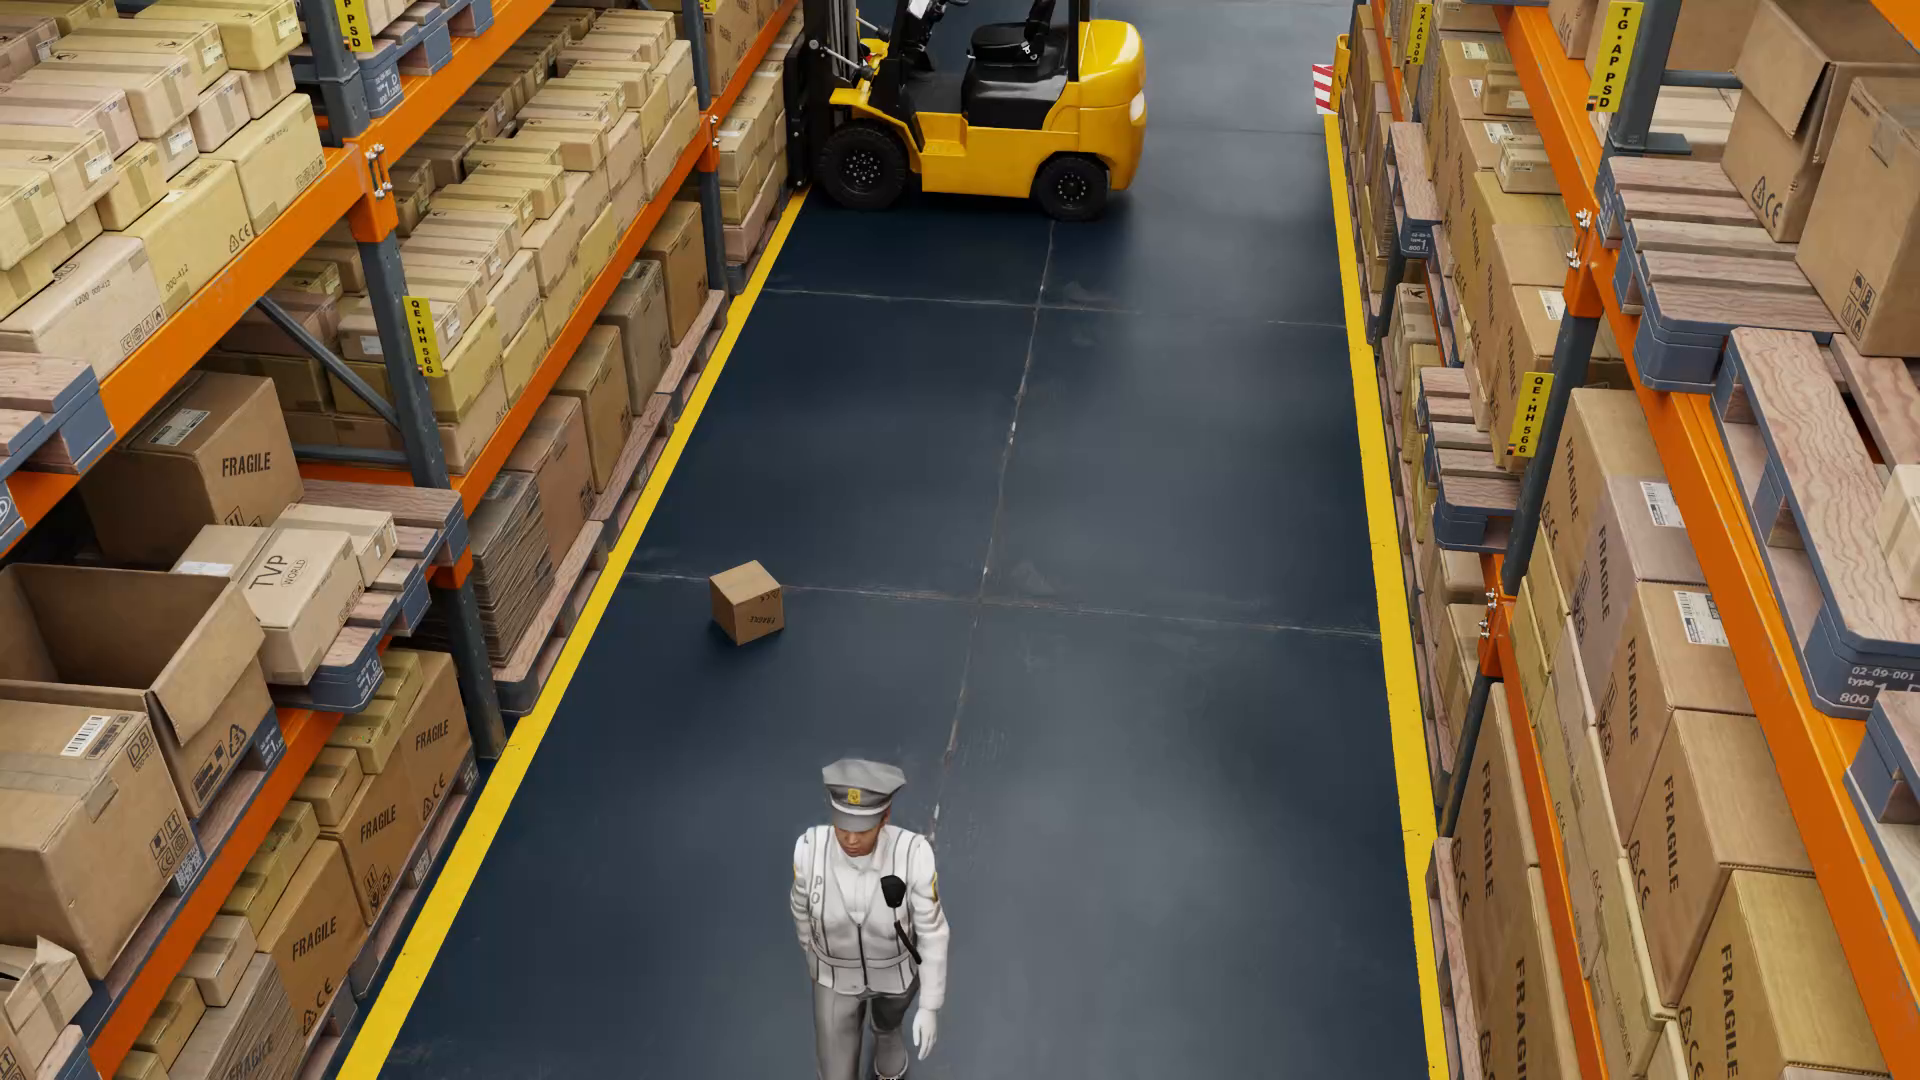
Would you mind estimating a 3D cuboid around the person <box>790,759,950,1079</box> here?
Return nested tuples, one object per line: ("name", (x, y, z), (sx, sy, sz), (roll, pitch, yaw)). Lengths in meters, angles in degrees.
("person", (-0.277, 1.371, 5.126), (0.494, 1.631, 0.980), (-1, 36, -1))
